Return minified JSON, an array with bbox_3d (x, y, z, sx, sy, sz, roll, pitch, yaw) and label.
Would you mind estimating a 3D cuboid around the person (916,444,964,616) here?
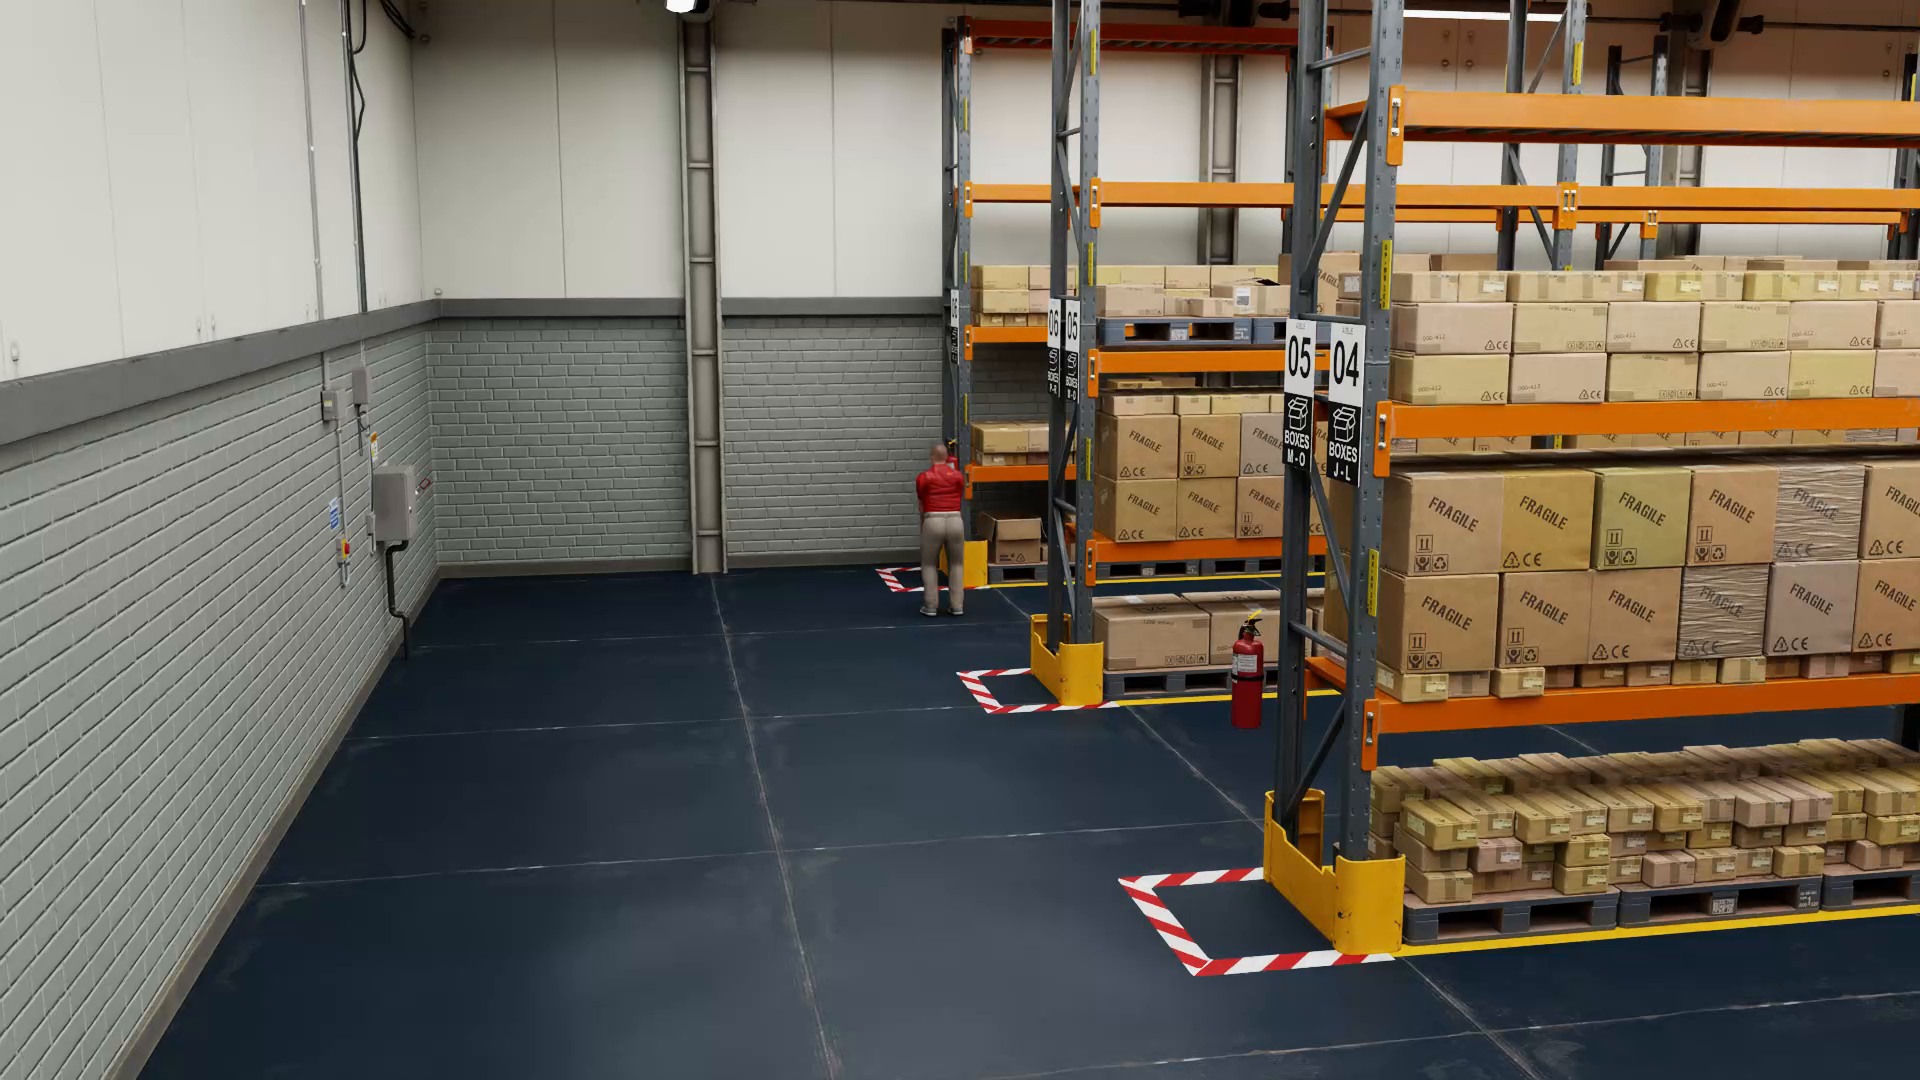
[{"bbox_3d":[-0.208,-0.112,16.646,0.489,1.723,0.556,-2,10,-12],"label":"person"}]
